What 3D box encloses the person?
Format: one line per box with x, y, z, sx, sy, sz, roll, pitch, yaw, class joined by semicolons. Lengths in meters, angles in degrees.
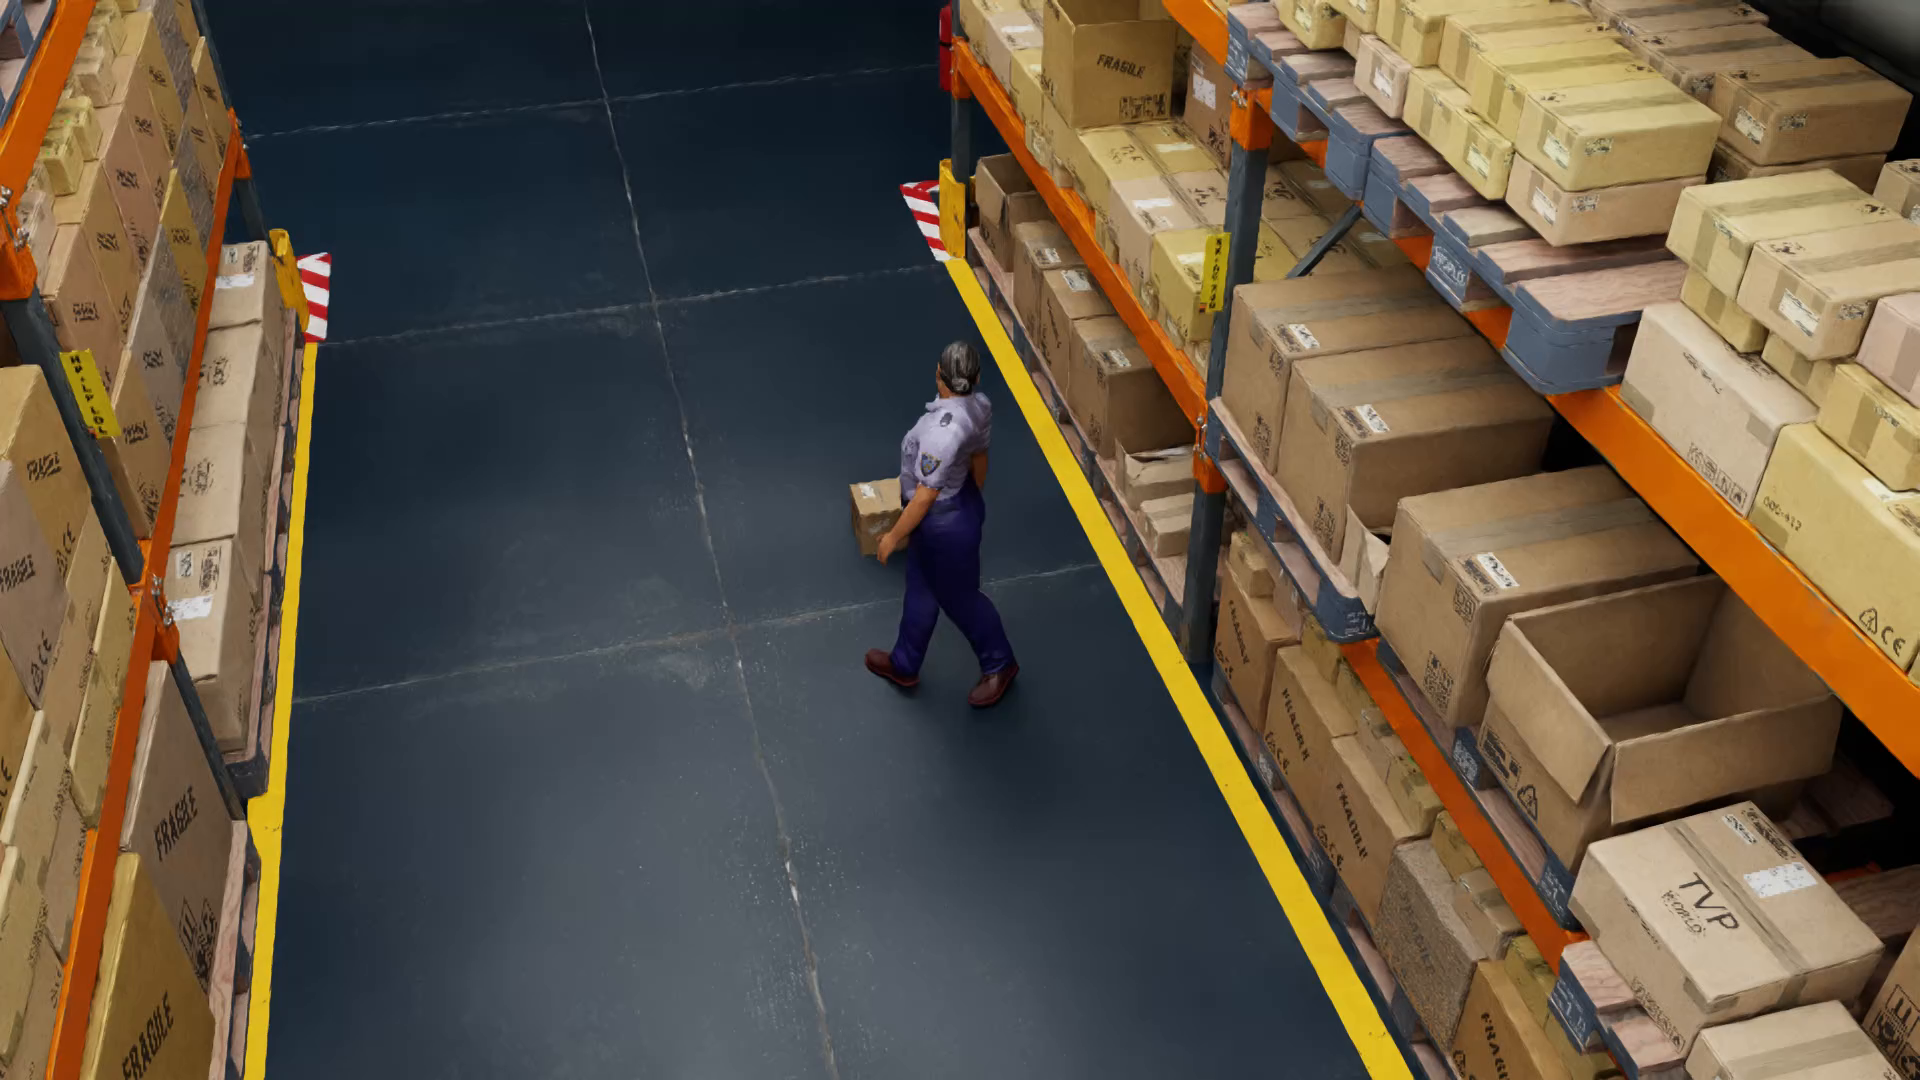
-0.080;-0.069;6.841;0.686;1.617;0.527;4;39;5;person
